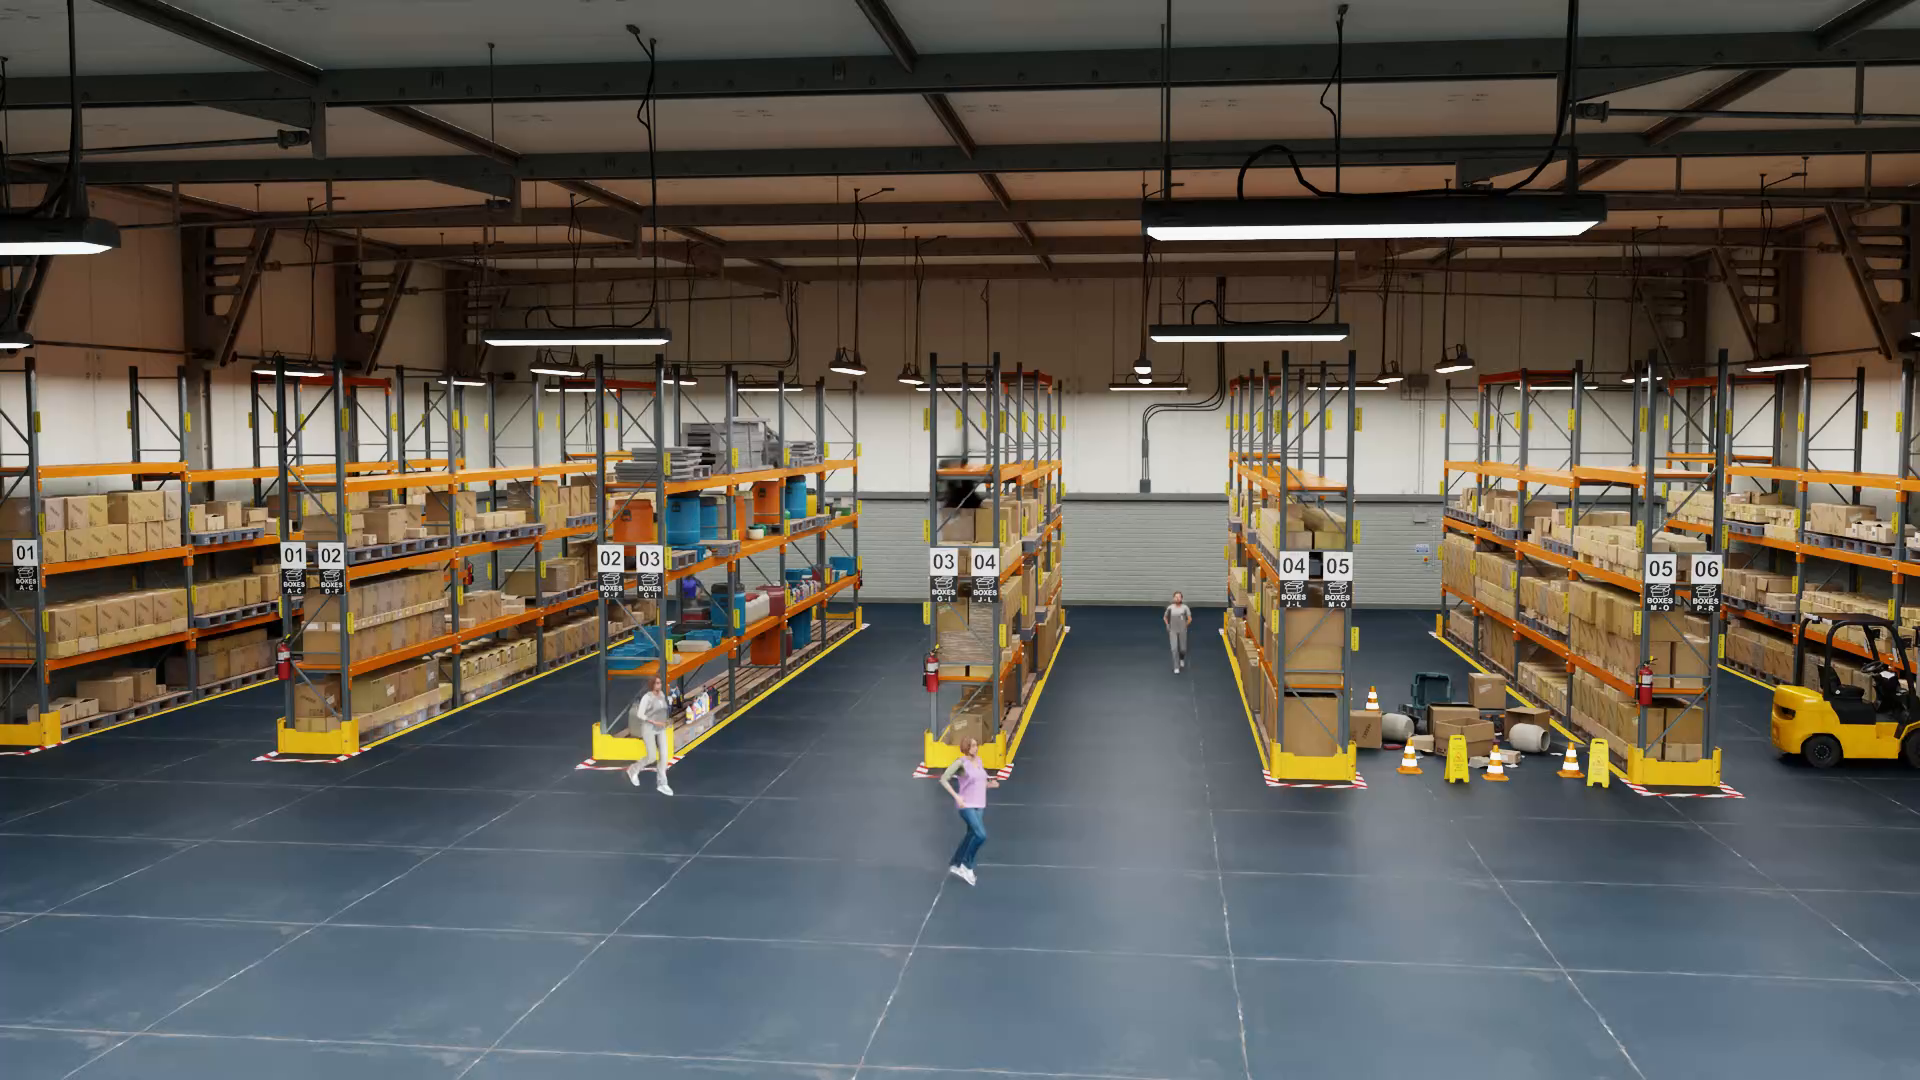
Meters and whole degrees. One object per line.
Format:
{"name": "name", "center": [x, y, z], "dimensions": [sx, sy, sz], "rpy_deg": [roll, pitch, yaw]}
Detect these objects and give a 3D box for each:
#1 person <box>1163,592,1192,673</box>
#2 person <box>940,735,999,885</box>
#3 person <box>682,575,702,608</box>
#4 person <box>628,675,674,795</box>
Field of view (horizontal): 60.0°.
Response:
{"name": "person", "center": [4.350, 1.836, 33.282], "dimensions": [0.564, 1.620, 0.625], "rpy_deg": [1, 4, 9]}
{"name": "person", "center": [0.126, 2.930, 18.069], "dimensions": [0.635, 1.610, 0.518], "rpy_deg": [3, 5, 36]}
{"name": "person", "center": [-6.224, 1.474, 38.306], "dimensions": [0.499, 1.689, 0.766], "rpy_deg": [0, 4, 5]}
{"name": "person", "center": [-4.169, 2.623, 22.532], "dimensions": [0.736, 1.603, 0.566], "rpy_deg": [3, 5, 33]}
